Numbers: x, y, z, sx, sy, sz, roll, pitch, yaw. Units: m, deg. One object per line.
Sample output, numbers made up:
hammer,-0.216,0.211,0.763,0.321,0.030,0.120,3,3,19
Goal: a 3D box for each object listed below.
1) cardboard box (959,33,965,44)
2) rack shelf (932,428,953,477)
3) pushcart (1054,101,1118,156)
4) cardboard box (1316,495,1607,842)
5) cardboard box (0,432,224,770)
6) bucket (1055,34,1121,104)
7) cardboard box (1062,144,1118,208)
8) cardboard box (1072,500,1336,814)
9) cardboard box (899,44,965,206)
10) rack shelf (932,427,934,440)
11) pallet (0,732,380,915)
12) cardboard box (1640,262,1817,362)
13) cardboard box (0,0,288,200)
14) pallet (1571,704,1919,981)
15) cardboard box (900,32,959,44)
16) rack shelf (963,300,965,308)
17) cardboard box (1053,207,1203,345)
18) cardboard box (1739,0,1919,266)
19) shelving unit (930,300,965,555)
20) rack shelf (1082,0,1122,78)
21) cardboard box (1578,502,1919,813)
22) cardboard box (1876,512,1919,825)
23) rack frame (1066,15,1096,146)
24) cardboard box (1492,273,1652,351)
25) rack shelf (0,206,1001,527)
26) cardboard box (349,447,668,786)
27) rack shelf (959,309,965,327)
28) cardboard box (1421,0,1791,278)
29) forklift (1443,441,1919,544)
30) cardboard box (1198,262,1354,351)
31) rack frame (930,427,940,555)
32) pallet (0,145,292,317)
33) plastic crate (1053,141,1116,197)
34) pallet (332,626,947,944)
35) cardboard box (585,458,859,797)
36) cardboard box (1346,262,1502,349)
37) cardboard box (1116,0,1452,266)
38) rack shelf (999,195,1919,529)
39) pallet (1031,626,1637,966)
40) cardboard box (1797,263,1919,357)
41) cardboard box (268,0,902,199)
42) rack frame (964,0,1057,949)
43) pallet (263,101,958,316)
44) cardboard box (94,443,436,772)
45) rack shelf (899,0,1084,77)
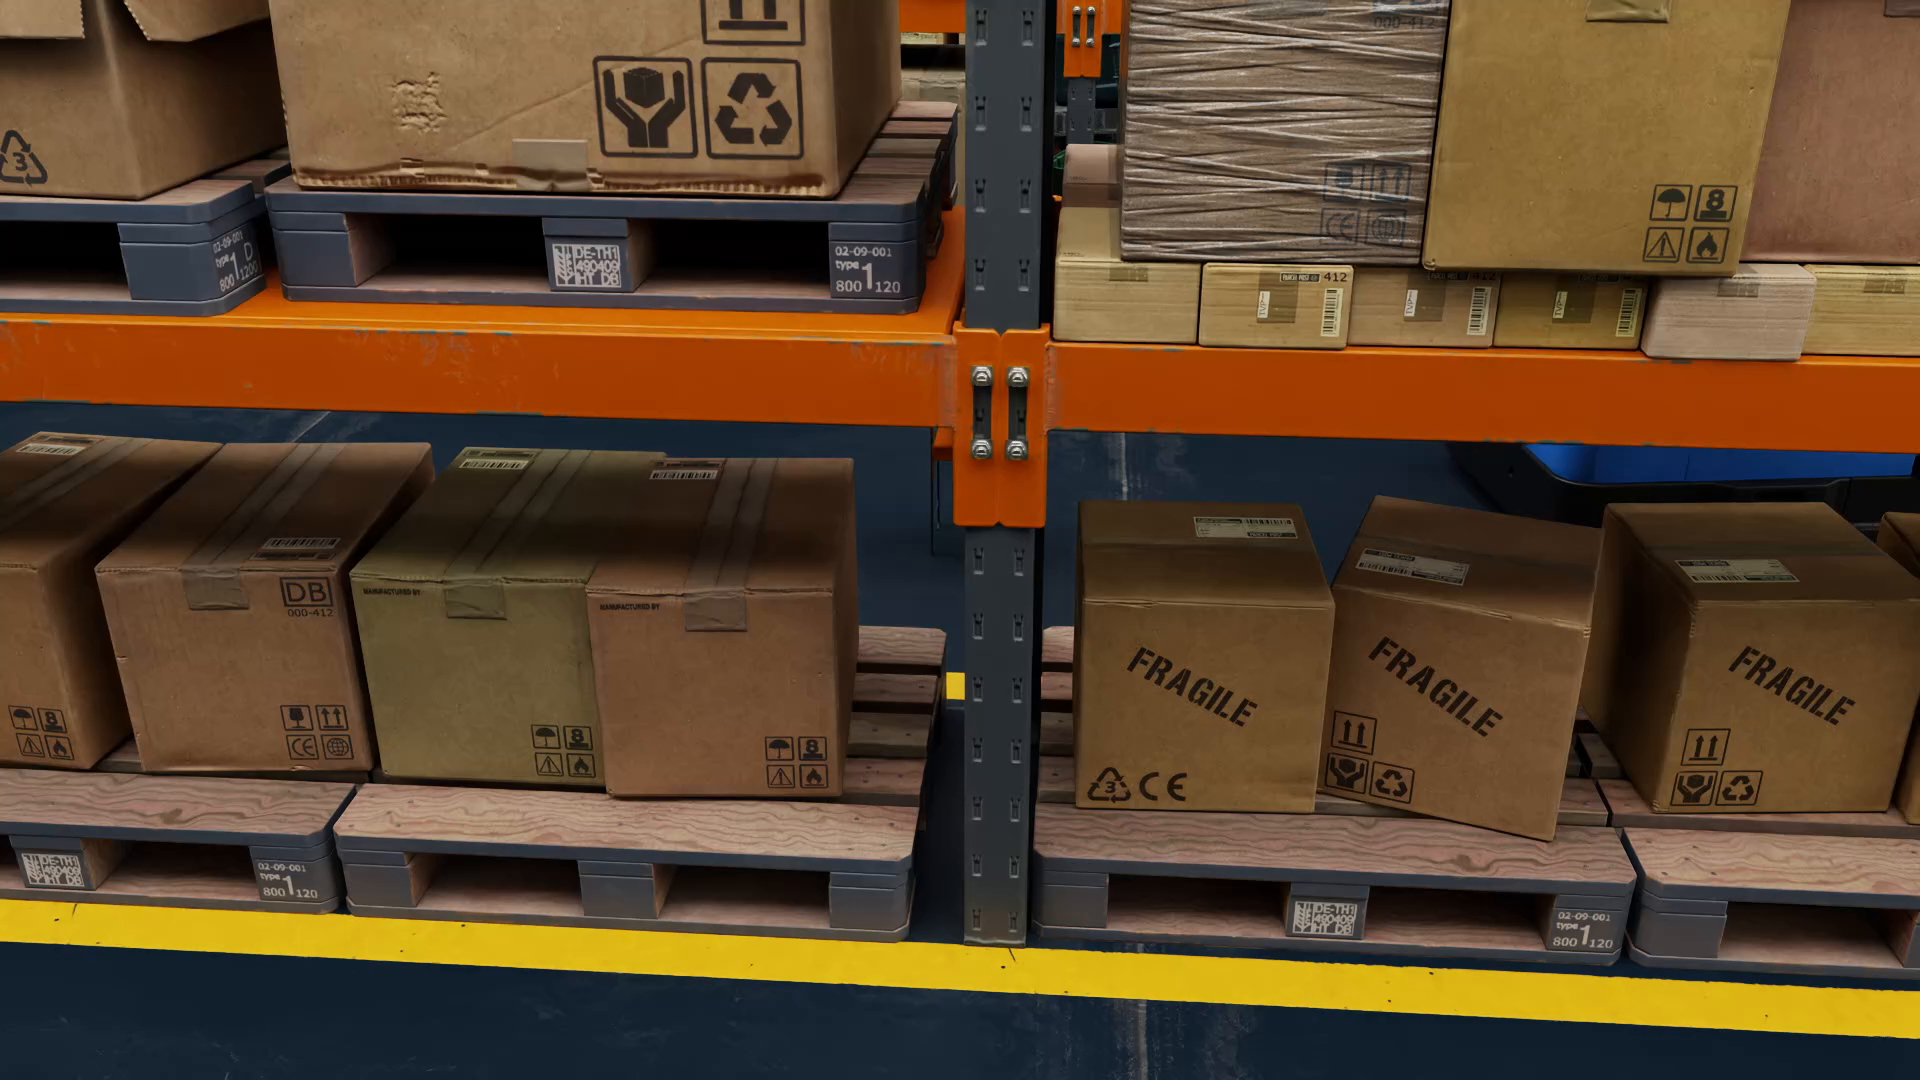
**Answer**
cardboard box,0.345,-3.875,12.723,0.625,0.372,0.950,2,25,5
rack shelf,0.014,-0.286,5.117,0.180,0.103,0.258,2,25,4
pushcart,0.743,-2.719,10.707,0.936,0.377,1.648,-7,26,-14
cardboard box,1.077,0.258,3.589,0.500,0.500,0.500,10,27,21
cardboard box,-2.090,0.117,3.871,0.500,0.500,0.700,4,25,8
bucket,0.902,-2.956,10.182,0.620,0.611,0.726,1,23,26
cardboard box,0.346,-0.733,3.555,0.250,0.149,0.380,2,25,4
cardboard box,0.505,0.243,3.622,0.500,0.500,0.500,1,25,2
cardboard box,-0.036,-1.947,8.081,0.750,0.750,1.050,2,25,4
rack shelf,0.014,-0.395,5.067,0.180,0.103,0.258,2,25,4
pallet,-1.887,0.473,3.970,1.213,0.211,1.003,2,25,4
cardboard box,1.296,-0.446,2.932,0.250,0.149,0.380,2,25,4
cardboard box,-1.626,-0.986,3.179,0.637,0.503,0.797,4,25,9
pallet,2.001,0.580,3.737,1.213,0.211,1.003,2,25,4
cardboard box,-0.372,-3.896,12.770,0.625,0.372,0.950,3,25,7
rack shelf,0.014,-0.722,4.916,0.180,0.103,0.258,2,25,4
cardboard box,0.301,-0.485,3.016,0.250,0.149,0.380,2,25,4
cardboard box,1.555,-0.867,3.071,0.500,0.500,0.875,2,25,4
shelving unit,0.014,-0.545,4.998,0.189,1.200,0.258,2,25,4
rack shelf,2.584,-2.405,7.748,4.000,0.370,1.077,2,25,4
cardboard box,1.702,0.245,3.617,0.500,0.500,0.500,0,25,-1
cardboard box,2.255,0.282,3.538,0.500,0.500,0.500,4,25,9
rack frame,0.590,-2.796,7.737,0.127,3.000,1.000,2,25,4
cardboard box,1.050,-0.471,2.986,0.250,0.149,0.380,2,25,4
rack shelf,-1.885,-0.469,3.541,4.000,0.370,1.077,2,25,4
cardboard box,-0.975,0.152,3.794,0.500,0.500,0.700,2,25,4
rack shelf,0.014,-0.613,4.967,0.180,0.103,0.258,2,25,4
cardboard box,1.049,-0.841,3.014,0.500,0.500,0.875,2,25,4
forklift,3.229,-1.467,4.931,3.031,2.935,1.130,-2,25,-4
cardboard box,0.549,-0.472,2.987,0.250,0.149,0.380,2,25,4
rack frame,-0.077,-0.548,5.005,0.006,1.200,0.240,2,25,4
pallet,-1.902,-0.726,3.469,1.213,0.211,1.003,2,25,4
plastic crate,0.863,-2.085,9.487,0.662,0.188,0.450,16,39,31
pallet,-0.667,0.511,3.887,1.213,0.211,1.003,2,25,4
cardboard box,-0.501,0.176,3.744,0.500,0.500,0.700,0,25,0
cardboard box,0.800,-0.475,2.995,0.250,0.149,0.380,2,25,4
cardboard box,0.553,-0.872,3.081,0.500,0.500,0.875,2,25,4
rack shelf,2.103,-0.341,3.263,4.000,0.370,1.077,2,25,4
pallet,0.782,0.542,3.820,1.213,0.211,1.003,2,25,4
cardboard box,1.549,-0.455,2.952,0.250,0.149,0.380,2,25,4
cardboard box,-0.672,-1.279,3.220,1.000,1.000,1.000,2,25,4
rack frame,0.109,-0.732,3.251,0.127,3.000,1.000,2,25,4
pallet,-0.642,-0.729,3.476,1.213,0.211,1.003,2,25,4
cardboard box,-1.533,0.135,3.833,0.500,0.500,0.700,0,25,-1
rack shelf,-1.404,-2.533,8.026,4.000,0.370,1.077,2,25,4
